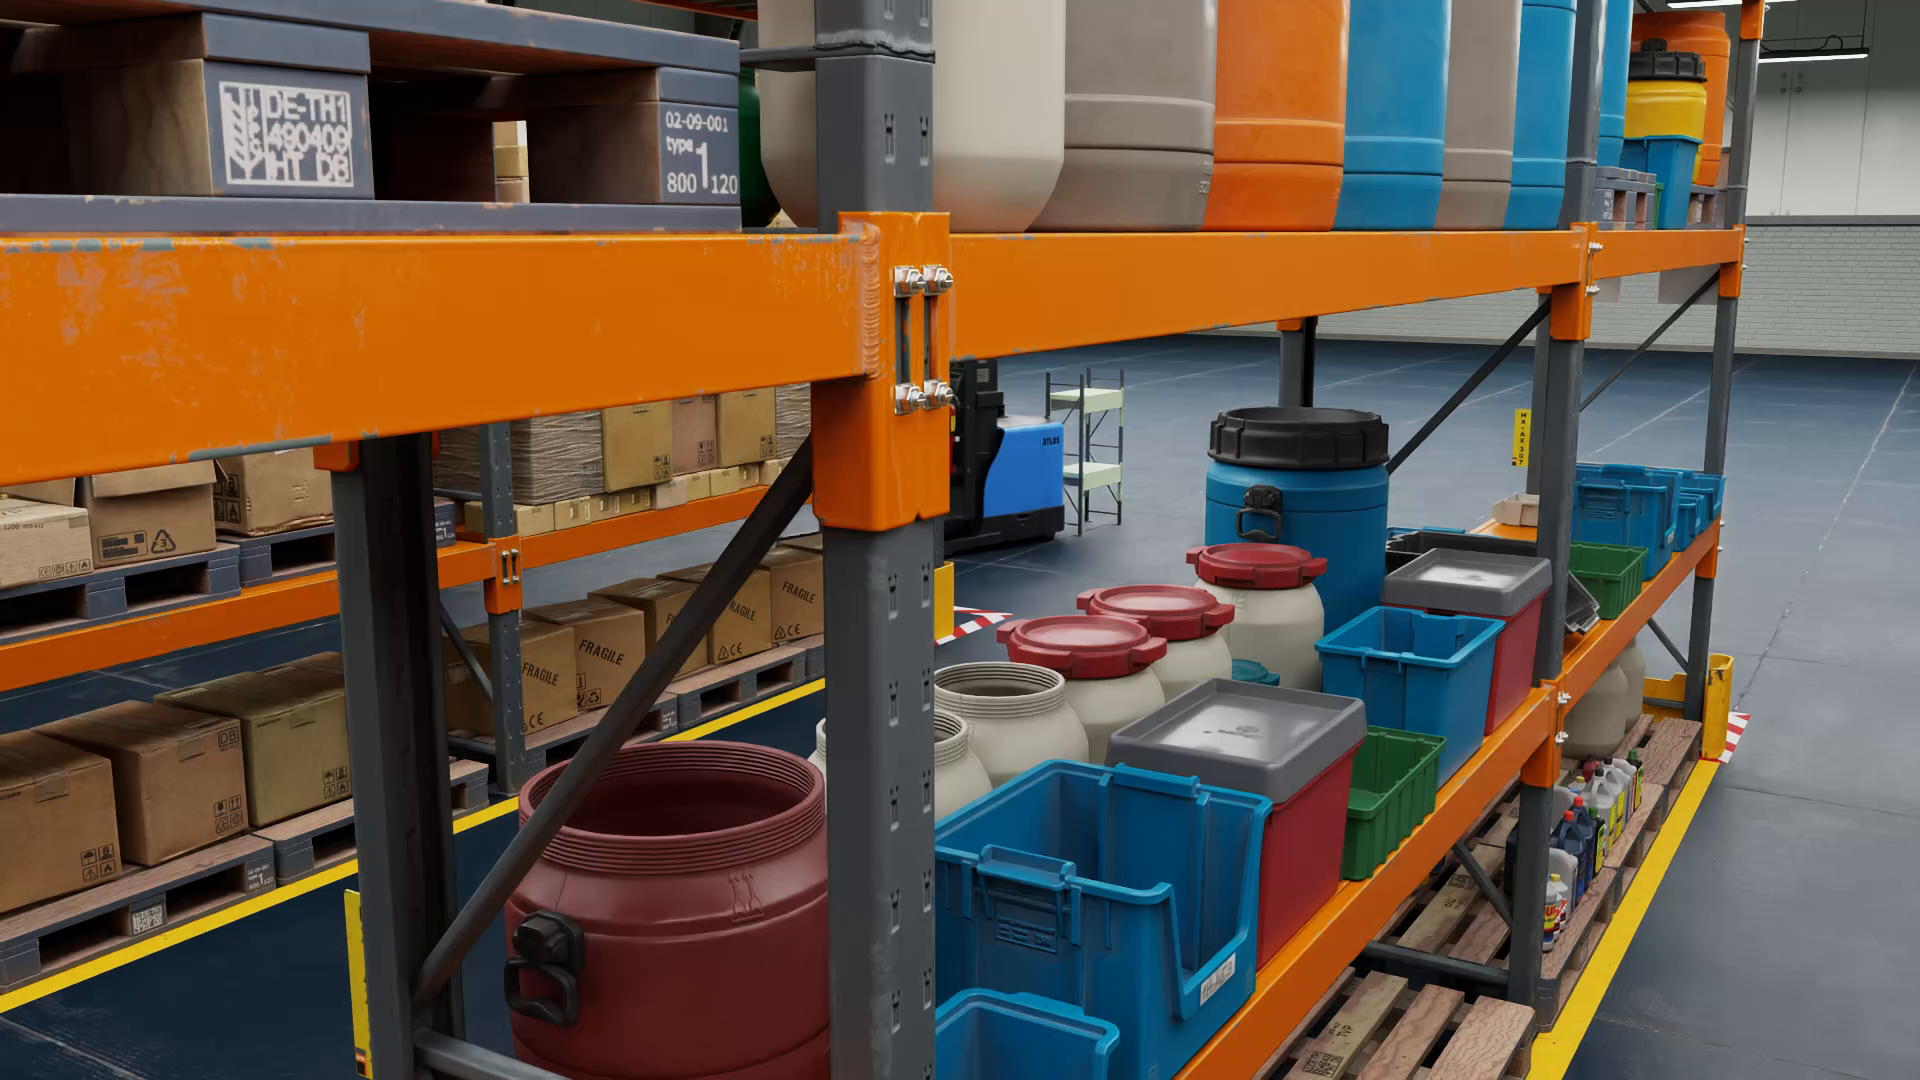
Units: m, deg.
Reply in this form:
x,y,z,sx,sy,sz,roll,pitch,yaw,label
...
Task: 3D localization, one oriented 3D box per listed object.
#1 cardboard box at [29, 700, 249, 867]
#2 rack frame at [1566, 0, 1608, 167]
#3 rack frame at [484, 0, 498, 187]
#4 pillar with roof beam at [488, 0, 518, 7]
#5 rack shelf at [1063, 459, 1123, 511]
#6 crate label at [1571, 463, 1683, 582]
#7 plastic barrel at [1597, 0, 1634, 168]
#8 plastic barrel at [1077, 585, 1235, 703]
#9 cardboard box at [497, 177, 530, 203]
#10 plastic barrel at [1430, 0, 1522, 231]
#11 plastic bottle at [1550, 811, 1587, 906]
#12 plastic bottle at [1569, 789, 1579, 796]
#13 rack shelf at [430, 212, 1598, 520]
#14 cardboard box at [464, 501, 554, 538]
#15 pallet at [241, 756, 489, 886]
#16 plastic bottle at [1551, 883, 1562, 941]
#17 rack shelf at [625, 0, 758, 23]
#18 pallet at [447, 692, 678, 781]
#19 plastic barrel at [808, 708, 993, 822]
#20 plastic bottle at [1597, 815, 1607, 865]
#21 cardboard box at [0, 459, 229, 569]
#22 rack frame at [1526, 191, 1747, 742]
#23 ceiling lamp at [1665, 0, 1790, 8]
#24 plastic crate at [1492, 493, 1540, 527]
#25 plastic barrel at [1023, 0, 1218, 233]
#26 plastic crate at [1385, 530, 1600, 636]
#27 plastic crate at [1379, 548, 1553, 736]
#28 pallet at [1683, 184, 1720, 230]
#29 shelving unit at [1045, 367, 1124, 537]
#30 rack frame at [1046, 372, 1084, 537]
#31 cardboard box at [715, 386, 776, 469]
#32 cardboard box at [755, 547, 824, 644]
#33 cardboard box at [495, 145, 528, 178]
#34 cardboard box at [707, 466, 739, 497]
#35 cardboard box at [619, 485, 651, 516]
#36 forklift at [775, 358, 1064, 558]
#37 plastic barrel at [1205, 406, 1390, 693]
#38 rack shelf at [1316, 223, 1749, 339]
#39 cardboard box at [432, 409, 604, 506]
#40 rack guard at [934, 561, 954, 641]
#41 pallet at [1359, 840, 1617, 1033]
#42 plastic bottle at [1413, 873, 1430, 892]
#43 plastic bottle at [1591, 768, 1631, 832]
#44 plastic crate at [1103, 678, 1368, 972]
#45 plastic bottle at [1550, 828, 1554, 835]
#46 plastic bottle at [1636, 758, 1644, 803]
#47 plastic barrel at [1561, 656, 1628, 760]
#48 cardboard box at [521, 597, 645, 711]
x,y,z,sx,sy,sz,roll,pitch,yaw,label
-3.537,1.034,7.175,0.700,0.500,0.500,5,12,26,cardboard box
1.587,-2.710,5.272,1.000,3.000,0.127,6,12,31,rack frame
-2.646,-3.183,7.800,1.000,3.000,0.127,6,12,31,rack frame
-4.505,-6.685,26.506,9.100,9.000,0.548,6,12,31,pillar with roof beam
1.175,-0.525,15.752,0.431,0.370,0.720,7,13,34,rack shelf
2.940,-0.093,7.497,0.502,0.435,0.616,6,12,31,crate label
2.195,-1.835,6.245,0.600,0.901,0.708,6,12,31,plastic barrel
0.522,0.417,4.504,0.433,0.535,0.433,0,11,0,plastic barrel
-2.193,-1.682,8.337,0.500,0.250,0.500,6,12,28,cardboard box
1.169,-1.279,4.415,0.600,0.901,0.600,0,11,0,plastic barrel
2.361,1.237,6.494,0.144,0.351,0.185,7,13,32,plastic bottle
2.650,1.180,7.204,0.097,0.201,0.097,0,11,0,plastic bottle
0.549,-0.568,3.934,1.077,0.370,4.000,6,12,31,rack shelf
-2.277,-0.116,8.402,0.380,0.149,0.250,6,12,31,cardboard box
-3.049,1.259,7.954,1.003,0.211,1.213,6,12,31,pallet
2.180,1.374,6.171,0.097,0.201,0.097,0,11,0,plastic bottle
-1.608,-3.143,9.546,1.077,0.370,4.000,6,12,31,rack shelf
-2.327,1.027,9.191,1.003,0.211,1.213,6,12,31,pallet
-0.138,0.630,3.427,0.421,0.512,0.421,0,11,0,plastic barrel
2.626,1.238,6.892,0.097,0.201,0.097,0,11,0,plastic bottle
-3.467,-0.210,6.800,0.797,0.503,0.637,8,13,36,cardboard box
3.664,-0.391,9.185,1.000,3.000,0.127,6,12,31,rack frame
10.834,-8.922,22.590,2.000,3.185,0.800,6,12,31,ceiling lamp
2.924,-0.151,8.621,0.298,0.136,0.250,6,12,31,plastic crate
0.122,-0.962,2.721,0.600,0.901,0.600,0,11,0,plastic barrel
1.968,0.199,6.205,0.767,0.338,0.504,6,12,31,plastic crate
1.597,0.312,5.256,0.402,0.464,0.583,6,12,31,plastic crate
3.151,-1.651,8.281,1.003,0.211,1.213,6,12,31,pallet
1.175,-0.846,15.692,0.431,1.500,0.755,7,13,34,shelving unit
0.964,-0.791,15.398,0.400,1.500,0.023,7,13,34,rack frame
-1.601,-0.733,9.934,0.875,0.500,0.500,6,12,31,cardboard box
-1.189,0.352,10.868,0.500,0.500,0.500,-10,14,-43,cardboard box
-2.214,-1.853,8.169,0.380,0.149,0.250,6,12,29,cardboard box
-1.510,-0.353,9.669,0.380,0.149,0.250,6,12,31,cardboard box
-1.908,-0.237,9.044,0.380,0.149,0.250,6,12,31,cardboard box
-0.466,-1.345,14.468,3.031,2.935,1.130,-10,14,-42,forklift
1.128,0.024,5.608,0.600,0.901,0.708,6,12,31,plastic barrel
2.626,-1.197,7.295,1.077,0.370,4.000,6,12,31,rack shelf
-2.359,-0.495,8.662,0.875,0.500,0.500,6,12,31,cardboard box
-0.609,0.377,11.878,1.175,0.500,0.348,6,12,31,rack guard
1.972,1.508,6.624,1.003,0.211,1.213,6,12,31,pallet
1.798,1.209,6.642,0.144,0.351,0.185,6,12,31,plastic bottle
2.859,1.122,7.314,0.152,0.276,0.135,6,12,29,plastic bottle
0.611,0.611,3.660,0.402,0.464,0.583,6,12,31,plastic crate
2.333,1.242,6.685,0.097,0.271,0.097,0,11,0,plastic bottle
3.085,1.099,7.635,0.097,0.201,0.097,0,11,0,plastic bottle
3.127,0.816,8.362,0.421,0.512,0.421,0,11,0,plastic barrel
-2.113,0.638,9.344,0.500,0.500,0.500,-9,14,-39,cardboard box
